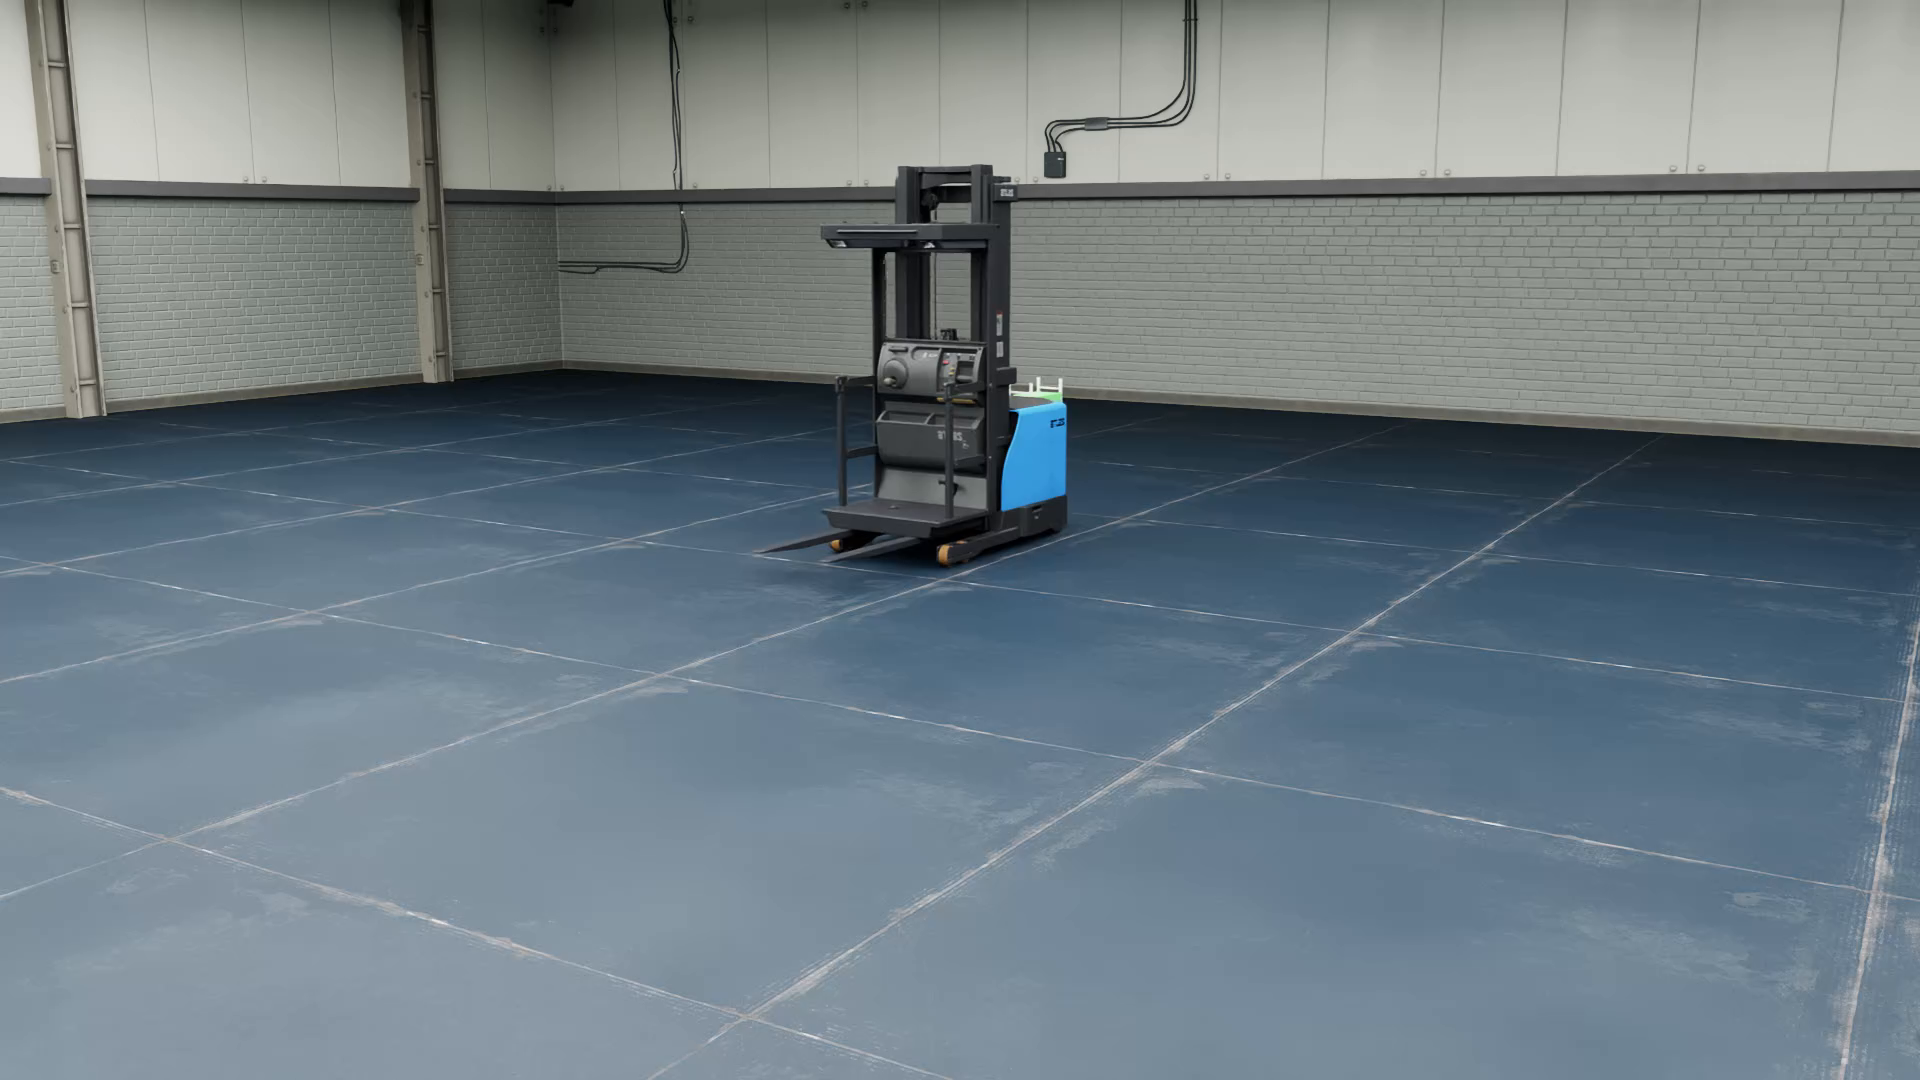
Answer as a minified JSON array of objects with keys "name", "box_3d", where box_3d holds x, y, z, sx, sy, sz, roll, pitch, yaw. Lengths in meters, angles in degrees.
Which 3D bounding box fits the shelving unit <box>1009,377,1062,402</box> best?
[{"name":"shelving unit","box_3d":[0.635,-0.762,14.180,0.258,1.200,0.503,7,13,33]}]

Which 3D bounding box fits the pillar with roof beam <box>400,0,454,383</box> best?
[{"name":"pillar with roof beam","box_3d":[-4.864,-6.607,24.203,9.100,9.000,0.548,6,12,31]}]

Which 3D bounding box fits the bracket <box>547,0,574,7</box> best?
[{"name":"bracket","box_3d":[-6.794,-9.191,28.227,0.235,0.232,0.430,6,12,31]}]

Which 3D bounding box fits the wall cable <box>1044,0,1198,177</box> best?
[{"name":"wall cable","box_3d":[2.222,-8.117,23.029,2.305,6.003,0.169,6,12,31]}]

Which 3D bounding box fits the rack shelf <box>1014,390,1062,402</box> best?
[{"name":"rack shelf","box_3d":[0.635,-1.171,14.104,0.258,0.148,0.480,7,13,33]}]

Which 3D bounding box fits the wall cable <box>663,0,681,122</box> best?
[{"name":"wall cable","box_3d":[-3.571,-8.053,26.641,3.097,2.526,0.112,6,12,31]}]

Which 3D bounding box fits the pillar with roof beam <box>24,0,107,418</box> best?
[{"name":"pillar with roof beam","box_3d":[-7.979,-5.663,19.163,9.100,9.000,0.400,6,12,31]}]

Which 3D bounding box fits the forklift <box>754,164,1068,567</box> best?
[{"name":"forklift","box_3d":[-0.346,-1.340,12.561,1.130,2.935,3.031,7,13,33]}]

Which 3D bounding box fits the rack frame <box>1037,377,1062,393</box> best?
[{"name":"rack frame","box_3d":[0.770,-0.800,14.380,0.240,1.200,0.015,7,13,33]}]

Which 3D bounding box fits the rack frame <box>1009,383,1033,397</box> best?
[{"name":"rack frame","box_3d":[0.501,-0.725,13.980,0.240,1.200,0.015,7,13,33]}]

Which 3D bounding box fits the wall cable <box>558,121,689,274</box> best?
[{"name":"wall cable","box_3d":[-5.884,-5.829,28.486,3.097,2.526,0.112,6,12,31]}]
